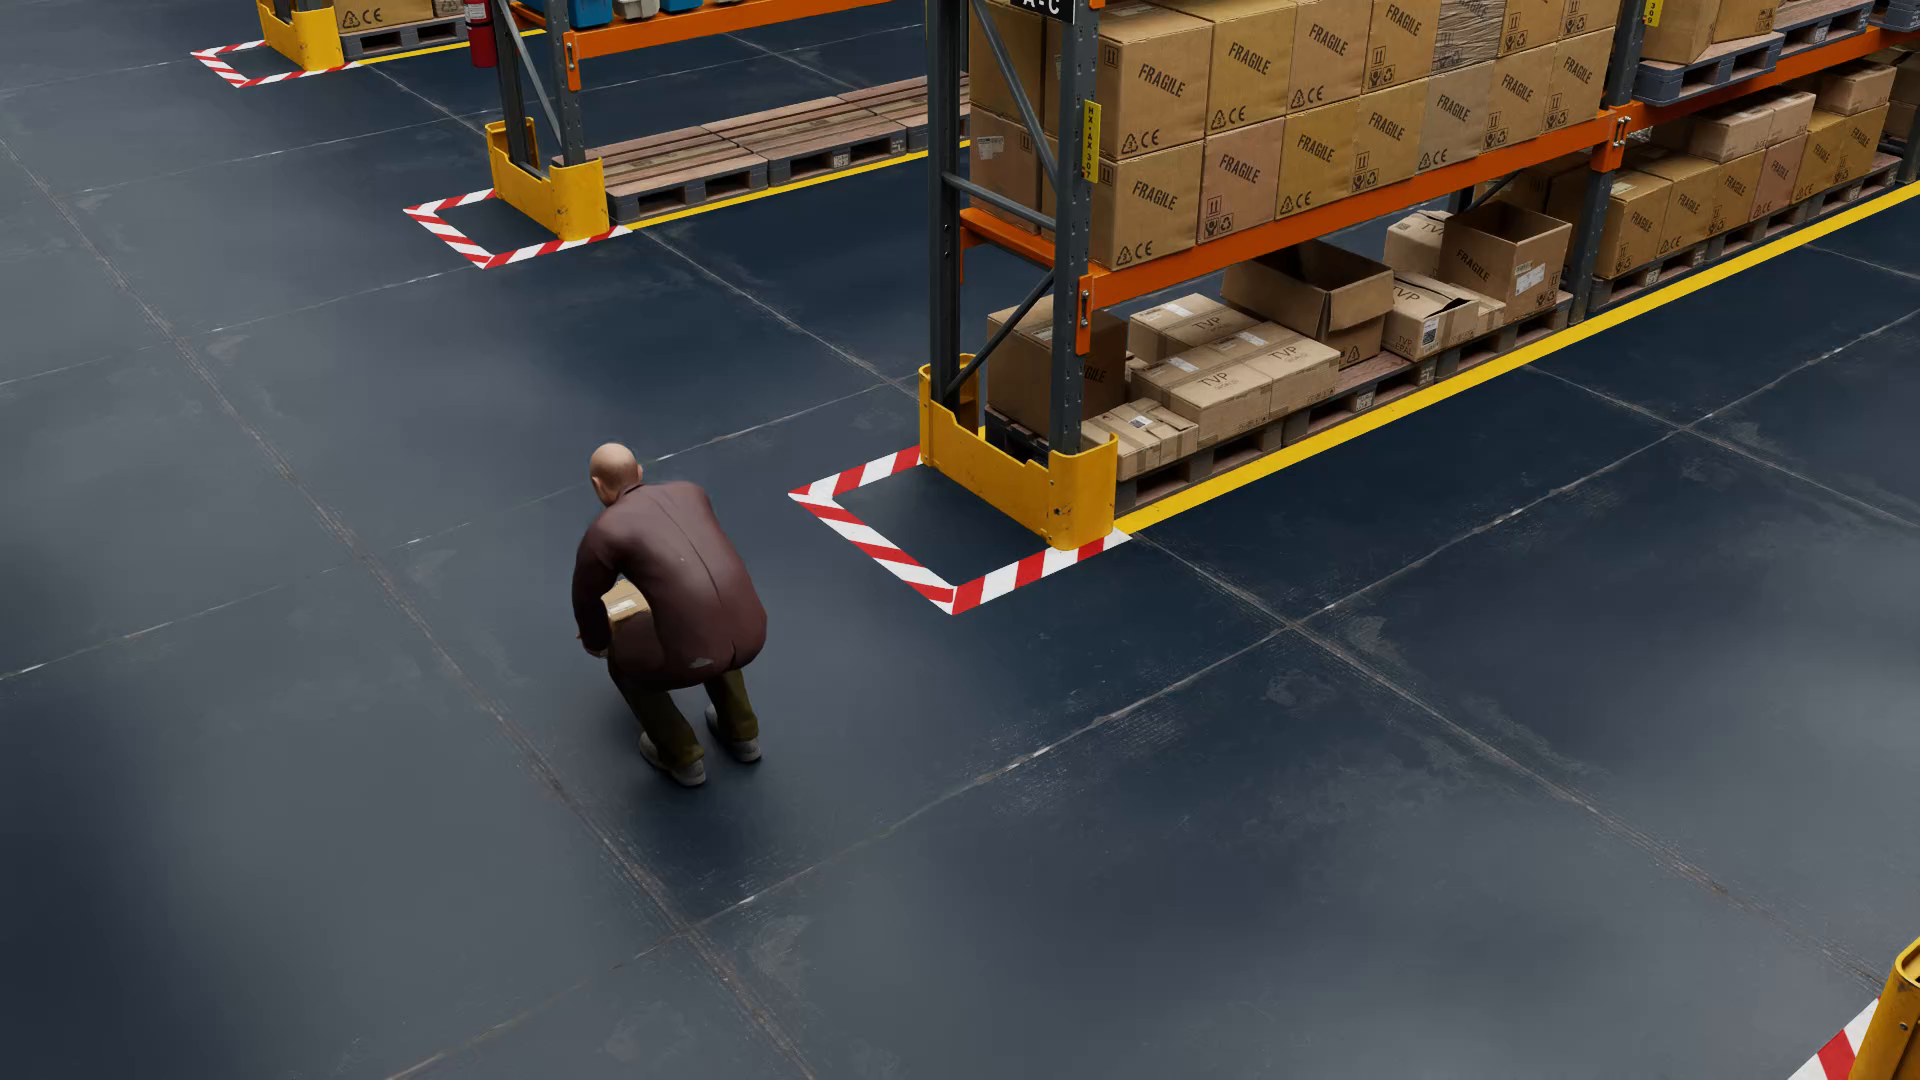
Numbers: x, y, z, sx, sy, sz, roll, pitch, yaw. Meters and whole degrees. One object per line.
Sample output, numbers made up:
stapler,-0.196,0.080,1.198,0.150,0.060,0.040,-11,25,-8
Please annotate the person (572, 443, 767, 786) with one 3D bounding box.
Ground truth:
person,-1.075,0.289,6.213,0.629,1.221,0.809,-22,38,-31
